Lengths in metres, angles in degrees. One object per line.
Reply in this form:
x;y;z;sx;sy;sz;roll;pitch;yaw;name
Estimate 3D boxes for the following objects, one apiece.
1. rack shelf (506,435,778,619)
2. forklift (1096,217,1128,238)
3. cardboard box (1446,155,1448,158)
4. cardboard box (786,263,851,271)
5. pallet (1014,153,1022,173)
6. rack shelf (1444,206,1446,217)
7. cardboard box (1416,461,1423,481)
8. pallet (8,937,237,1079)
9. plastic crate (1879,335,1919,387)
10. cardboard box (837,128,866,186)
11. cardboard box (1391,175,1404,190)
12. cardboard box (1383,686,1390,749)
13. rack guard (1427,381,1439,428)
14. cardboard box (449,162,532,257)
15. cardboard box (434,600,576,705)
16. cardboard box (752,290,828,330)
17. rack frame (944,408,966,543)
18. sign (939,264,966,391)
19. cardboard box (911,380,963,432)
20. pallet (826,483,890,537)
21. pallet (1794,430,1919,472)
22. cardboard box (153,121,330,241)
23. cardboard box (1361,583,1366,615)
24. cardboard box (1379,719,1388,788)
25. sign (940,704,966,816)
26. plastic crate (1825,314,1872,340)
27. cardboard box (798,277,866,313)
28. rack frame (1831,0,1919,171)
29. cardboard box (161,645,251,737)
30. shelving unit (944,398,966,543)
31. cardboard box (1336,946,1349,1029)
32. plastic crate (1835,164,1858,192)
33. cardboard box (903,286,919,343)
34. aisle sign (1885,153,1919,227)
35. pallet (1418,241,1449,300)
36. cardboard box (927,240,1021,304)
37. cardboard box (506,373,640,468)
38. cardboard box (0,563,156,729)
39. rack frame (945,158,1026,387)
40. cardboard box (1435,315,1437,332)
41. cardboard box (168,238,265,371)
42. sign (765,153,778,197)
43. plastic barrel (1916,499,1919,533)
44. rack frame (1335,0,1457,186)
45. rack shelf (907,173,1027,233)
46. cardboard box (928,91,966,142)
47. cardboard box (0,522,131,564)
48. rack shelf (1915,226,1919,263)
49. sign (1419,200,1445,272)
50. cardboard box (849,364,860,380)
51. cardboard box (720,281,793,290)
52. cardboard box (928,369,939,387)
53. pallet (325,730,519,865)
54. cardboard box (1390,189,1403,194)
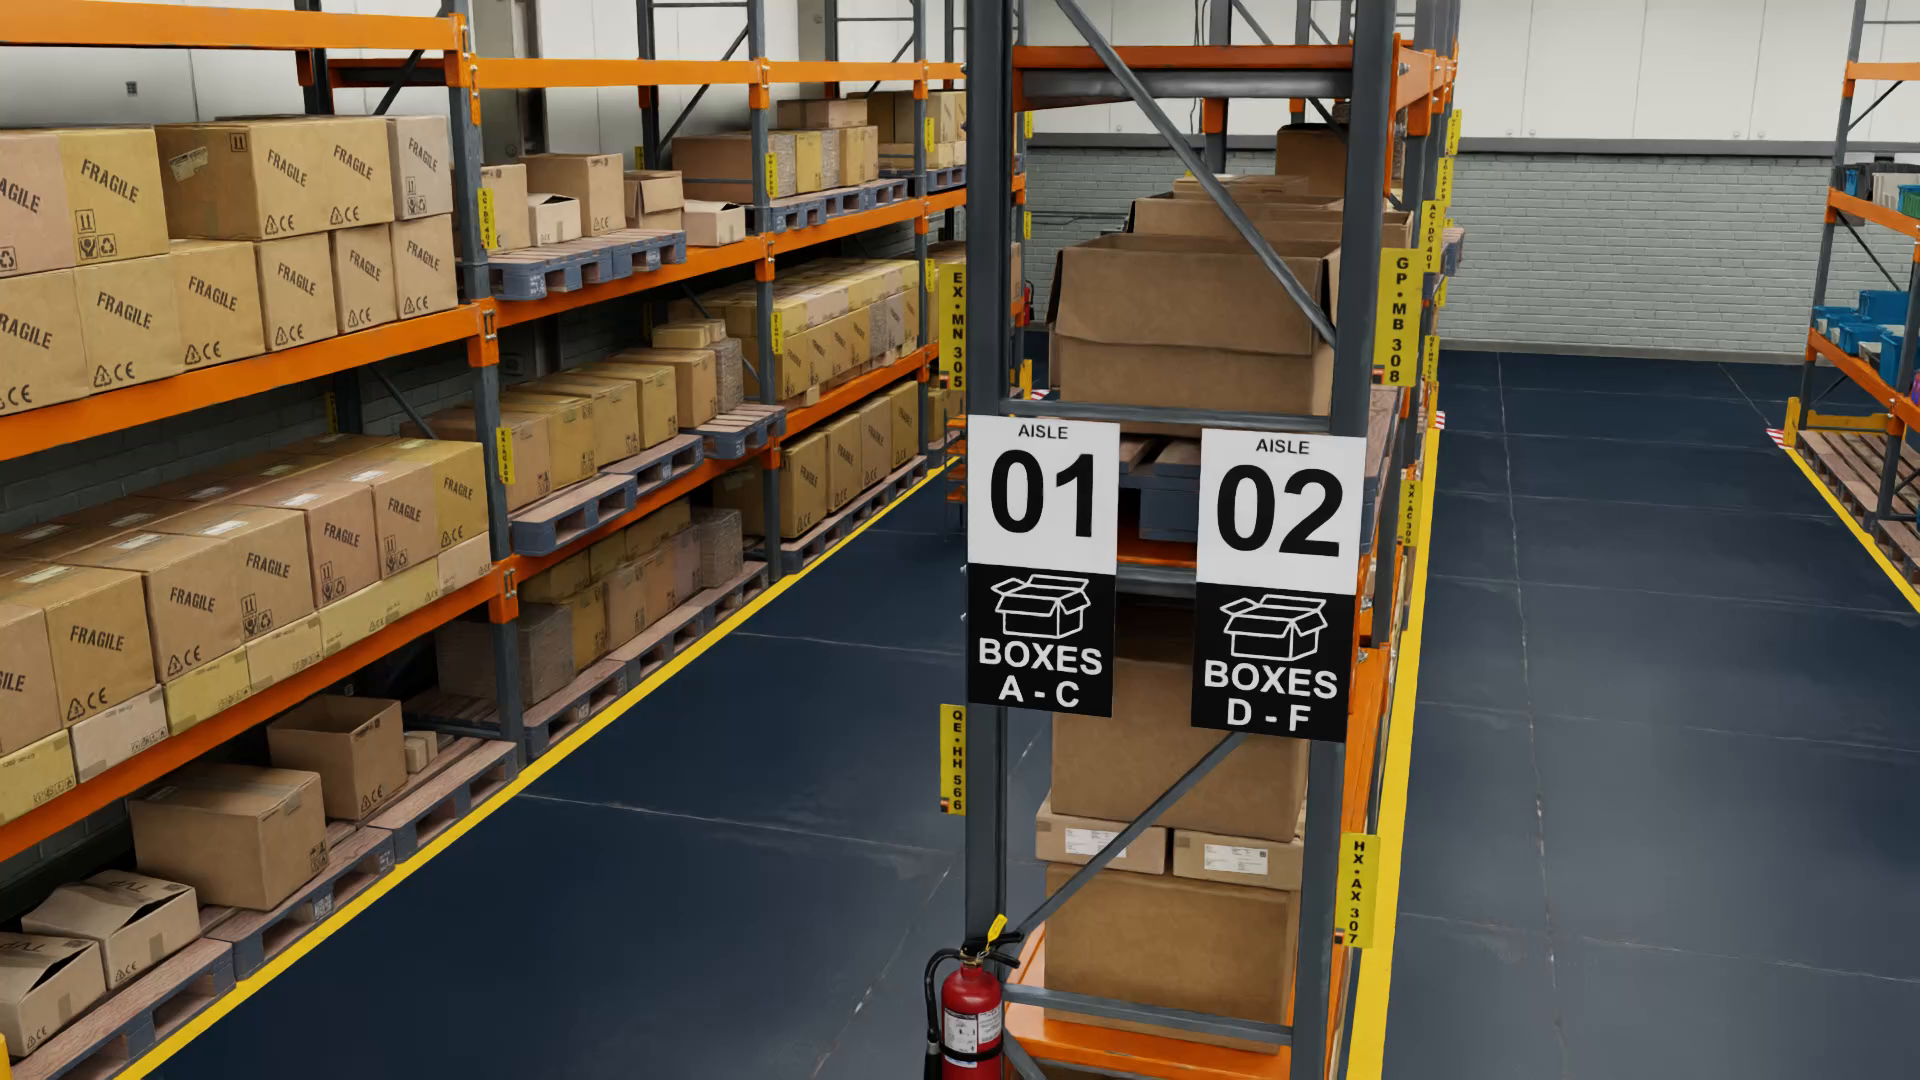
-2.535;-0.278;11.629;1.077;0.370;4.000;5;16;16;rack shelf
1.886;-1.022;13.062;3.031;2.935;1.130;12;20;35;forklift
4.591;-3.790;16.558;0.500;0.250;0.500;5;16;16;cardboard box
-1.352;-2.517;16.069;0.500;0.250;0.500;5;17;17;cardboard box
0.106;-4.445;19.670;1.003;0.211;1.213;5;16;16;pallet
4.489;-3.430;17.248;1.077;0.370;4.000;5;16;16;rack shelf
3.764;-0.408;14.546;0.500;0.500;0.500;5;17;17;cardboard box
-3.953;2.058;7.187;1.003;0.211;1.213;5;16;16;pallet
8.475;-1.595;14.875;0.392;0.384;0.575;5;16;16;plastic crate
-1.281;-3.524;15.269;0.700;0.500;0.500;4;16;15;cardboard box
2.876;-2.372;12.014;0.910;0.500;0.500;5;16;16;cardboard box
2.151;0.914;9.350;0.500;0.311;0.500;4;16;15;cardboard box
5.036;-1.634;19.675;1.175;0.500;0.348;5;16;16;rack guard
-2.871;-1.930;9.688;0.500;0.500;0.500;7;17;24;cardboard box
-2.910;0.697;10.651;0.700;0.500;0.500;5;17;18;cardboard box
-1.438;-1.948;14.061;0.500;0.250;0.500;4;16;15;cardboard box
-0.022;-0.557;14.593;0.240;1.200;0.015;5;16;16;rack frame
-0.006;-0.547;4.288;0.100;0.325;0.005;5;16;16;sign
-0.373;-1.512;18.473;0.700;0.500;0.500;4;16;15;cardboard box
-1.321;-0.324;15.585;1.003;0.211;1.213;5;16;16;pallet
9.534;-0.917;17.677;1.003;0.211;1.213;5;16;16;pallet
-3.270;-1.648;7.595;0.500;0.500;0.500;4;16;14;cardboard box
1.558;0.212;7.212;0.380;0.149;0.250;5;16;16;cardboard box
2.146;1.184;9.429;0.500;0.250;0.500;5;17;17;cardboard box
-0.006;0.613;4.617;0.100;0.325;0.005;5;16;16;sign
9.233;-2.209;17.316;0.416;0.233;0.300;5;16;16;plastic crate
-1.161;-2.213;14.996;0.500;0.250;0.500;4;16;15;cardboard box
9.806;-5.358;17.228;1.000;3.000;0.127;5;16;16;rack frame
-3.512;0.636;7.329;0.500;0.250;0.500;4;16;15;cardboard box
0.047;-0.621;14.818;0.258;1.200;0.503;5;16;16;shelving unit
1.305;1.574;6.678;0.500;0.500;0.500;5;16;16;cardboard box
9.429;-3.773;17.376;0.497;0.269;0.590;5;16;16;plastic crate
-0.719;-2.254;16.514;0.500;0.500;0.500;4;16;15;cardboard box
10.107;-3.718;17.678;0.394;0.787;0.004;5;16;16;aisle sign
2.362;-1.639;9.959;1.003;0.211;1.213;5;17;18;pallet
0.172;-3.250;20.241;0.980;0.700;0.700;5;17;18;cardboard box
-2.603;-0.811;11.202;0.700;0.500;0.500;7;17;24;cardboard box
-3.666;0.418;6.723;0.500;0.500;0.500;5;16;16;cardboard box
0.307;-3.240;20.755;1.000;3.000;0.127;5;16;16;rack frame
4.757;-2.369;17.500;0.500;0.500;0.500;4;16;15;cardboard box
-3.443;-1.038;7.277;0.500;0.500;0.500;6;17;19;cardboard box
-1.447;-2.796;12.746;0.100;0.325;0.005;5;16;16;sign
8.498;-0.477;14.089;0.600;0.901;0.708;5;16;16;plastic barrel
3.921;-4.696;14.896;1.000;3.000;0.127;5;16;16;rack frame
-0.261;-3.814;18.599;1.077;0.370;4.000;5;16;16;rack shelf
-0.218;-4.475;17.560;0.500;0.500;0.500;4;16;15;cardboard box
-4.014;0.242;7.345;0.500;0.500;0.500;4;16;14;cardboard box
8.101;-1.999;12.201;1.077;0.370;4.000;5;16;16;rack shelf
2.180;-1.404;7.694;0.100;0.325;0.005;5;16;16;sign
-1.144;-1.574;15.306;0.380;0.149;0.250;5;17;18;cardboard box
-1.787;-2.116;14.655;0.500;0.250;0.500;4;16;14;cardboard box
-0.247;-1.768;18.188;0.380;0.149;0.250;5;17;18;cardboard box
-3.260;1.420;9.438;1.003;0.211;1.213;5;16;16;pallet
2.709;-2.214;11.145;0.500;0.250;0.500;3;16;12;cardboard box
